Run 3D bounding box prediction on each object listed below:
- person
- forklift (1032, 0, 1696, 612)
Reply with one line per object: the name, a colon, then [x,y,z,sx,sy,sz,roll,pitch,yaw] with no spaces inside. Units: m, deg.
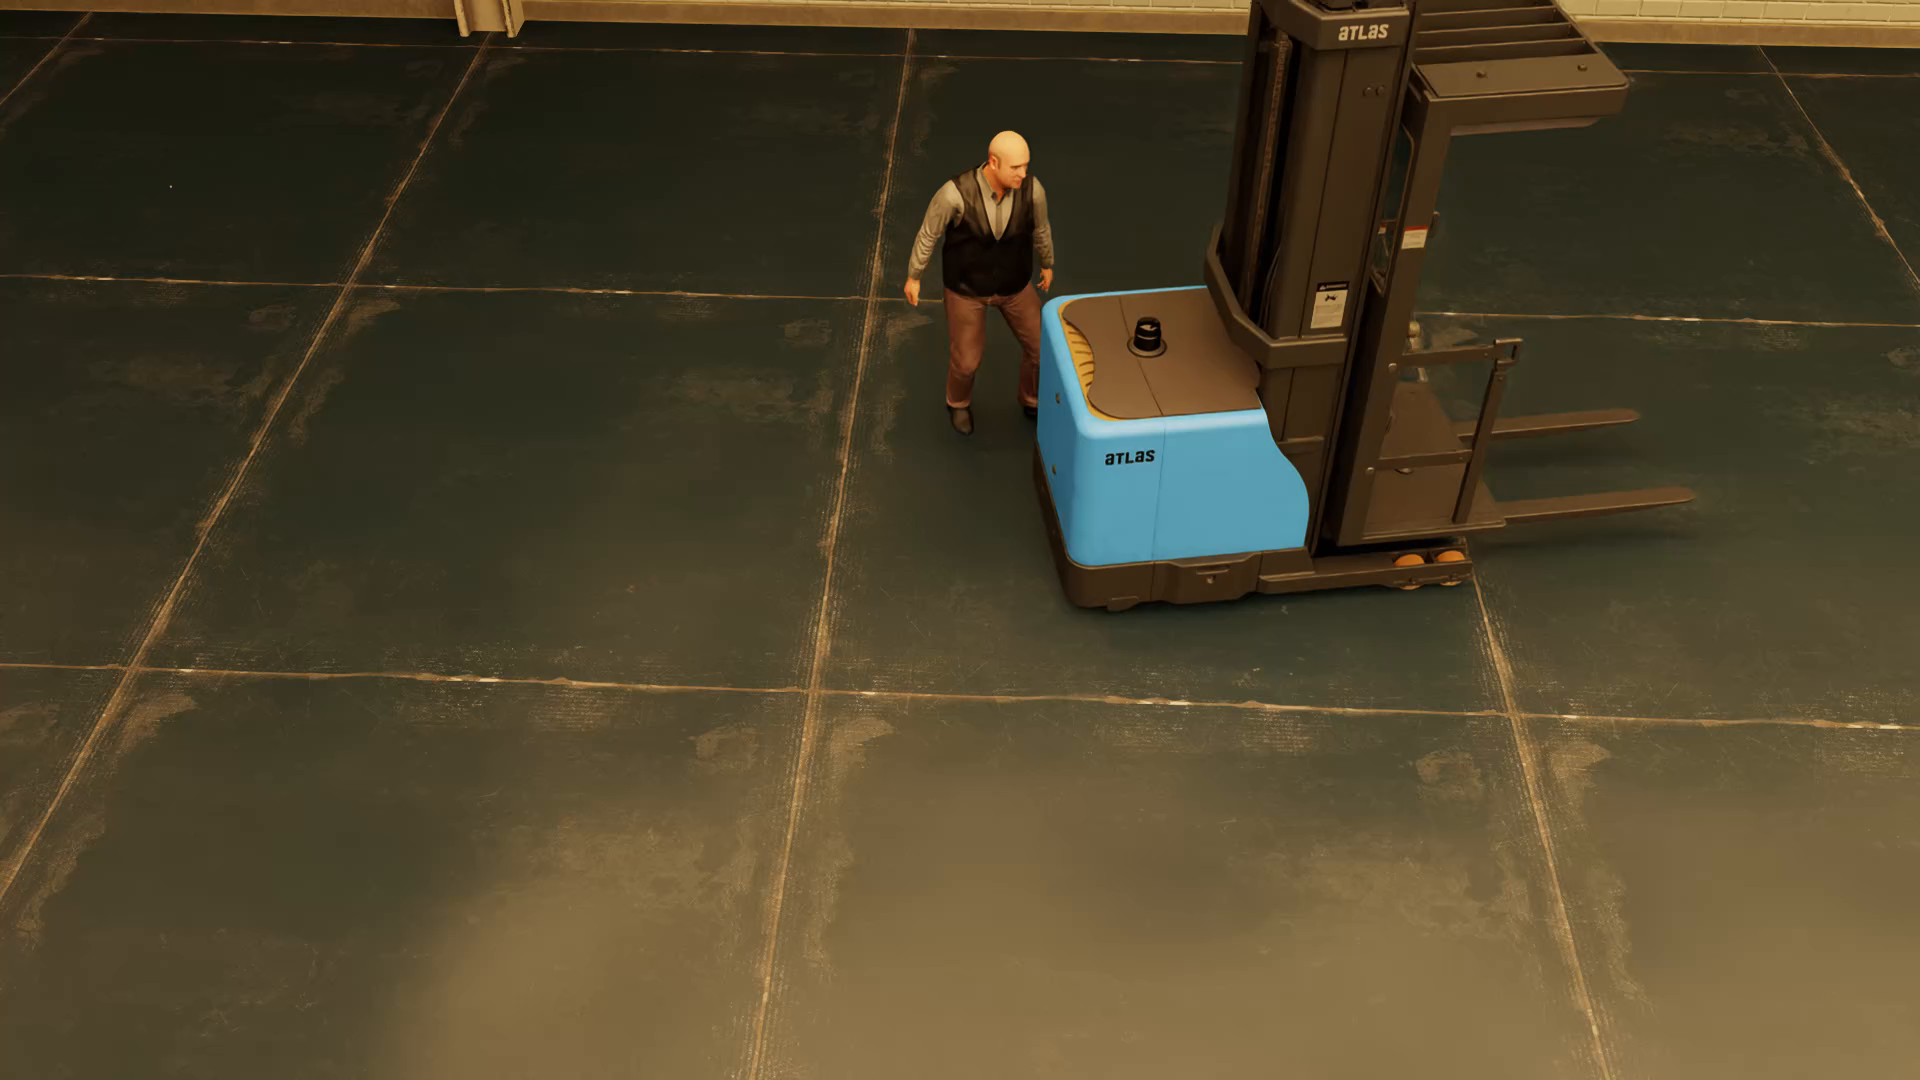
person: [0.161,-1.240,8.041,0.860,1.694,0.406,-10,43,-11]
forklift: [1.914,-1.204,7.061,3.031,2.935,1.130,-5,43,-6]
